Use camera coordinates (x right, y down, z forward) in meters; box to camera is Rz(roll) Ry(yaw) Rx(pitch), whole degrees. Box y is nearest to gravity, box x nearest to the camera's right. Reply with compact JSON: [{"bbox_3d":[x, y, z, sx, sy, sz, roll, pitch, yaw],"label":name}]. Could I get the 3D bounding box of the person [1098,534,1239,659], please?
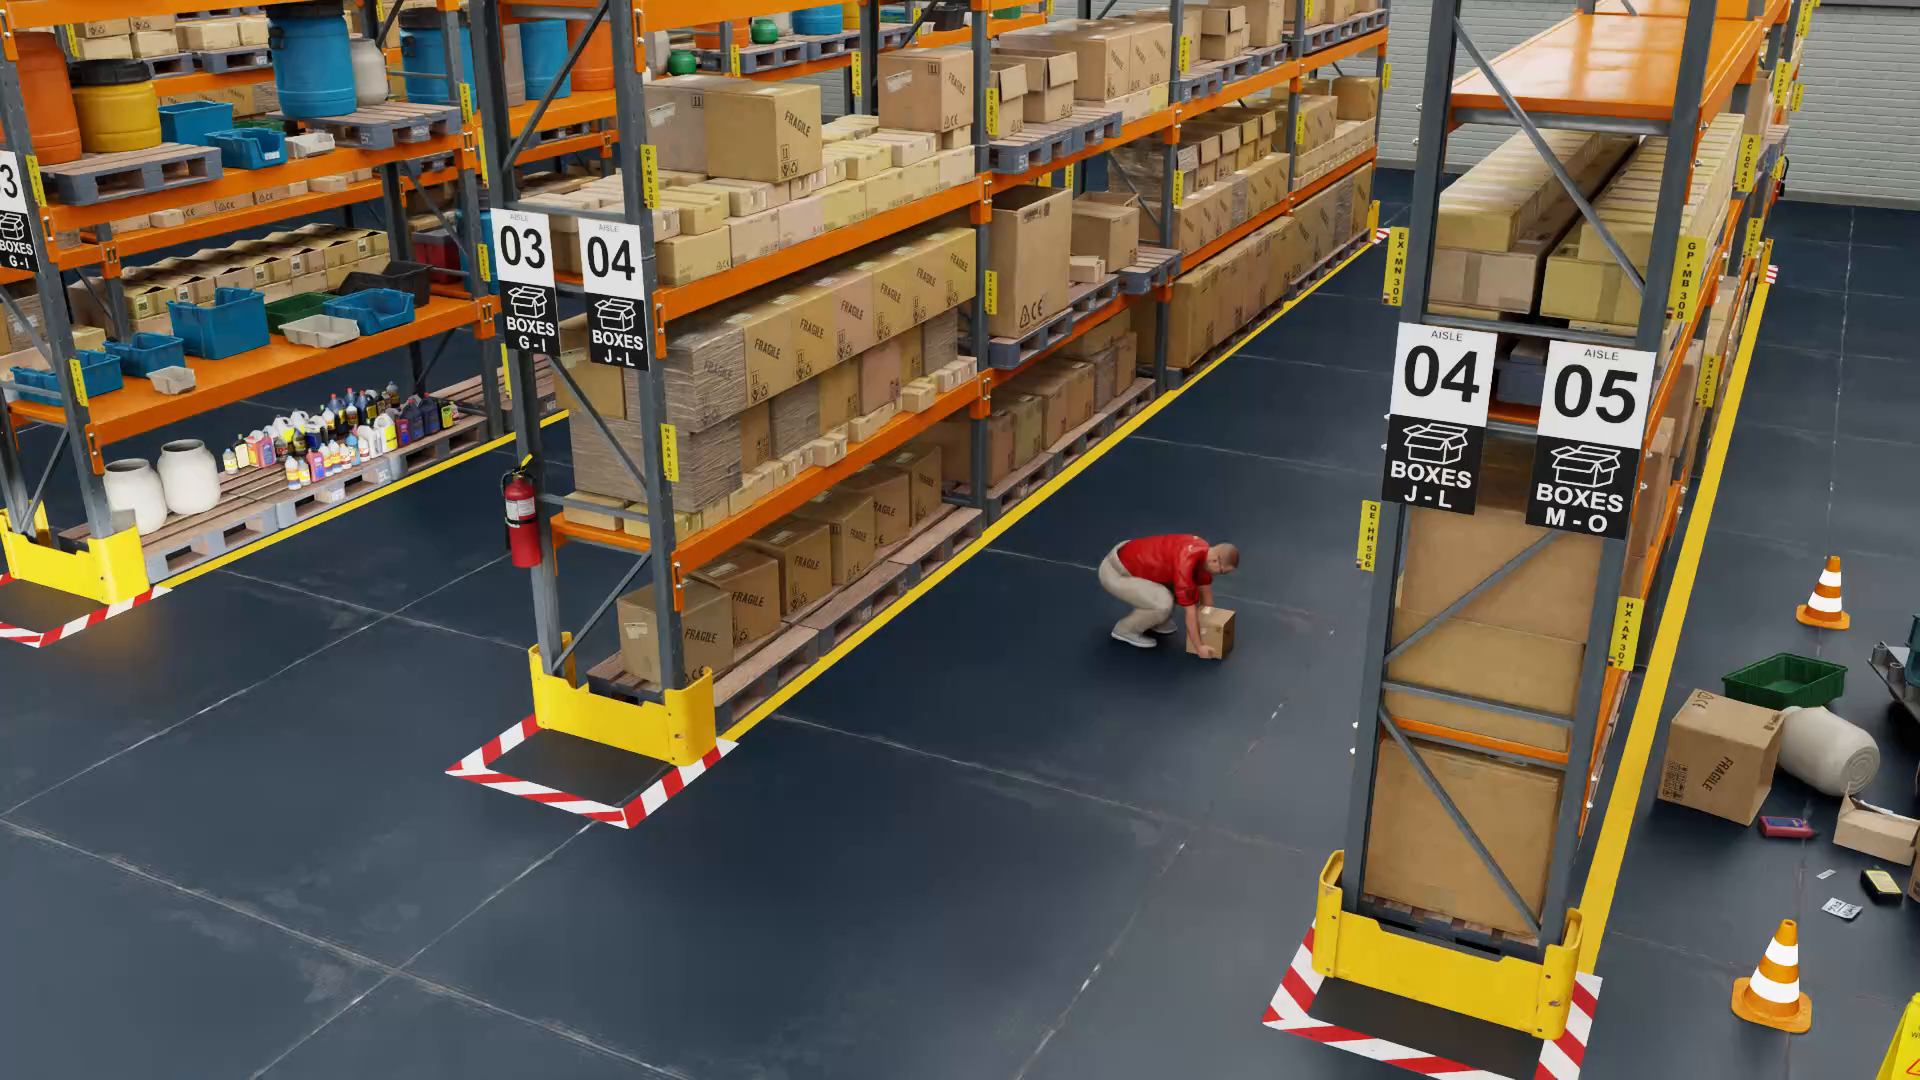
[{"bbox_3d":[1.404,0.339,11.253,0.927,0.783,0.518,10,25,23],"label":"person"}]
